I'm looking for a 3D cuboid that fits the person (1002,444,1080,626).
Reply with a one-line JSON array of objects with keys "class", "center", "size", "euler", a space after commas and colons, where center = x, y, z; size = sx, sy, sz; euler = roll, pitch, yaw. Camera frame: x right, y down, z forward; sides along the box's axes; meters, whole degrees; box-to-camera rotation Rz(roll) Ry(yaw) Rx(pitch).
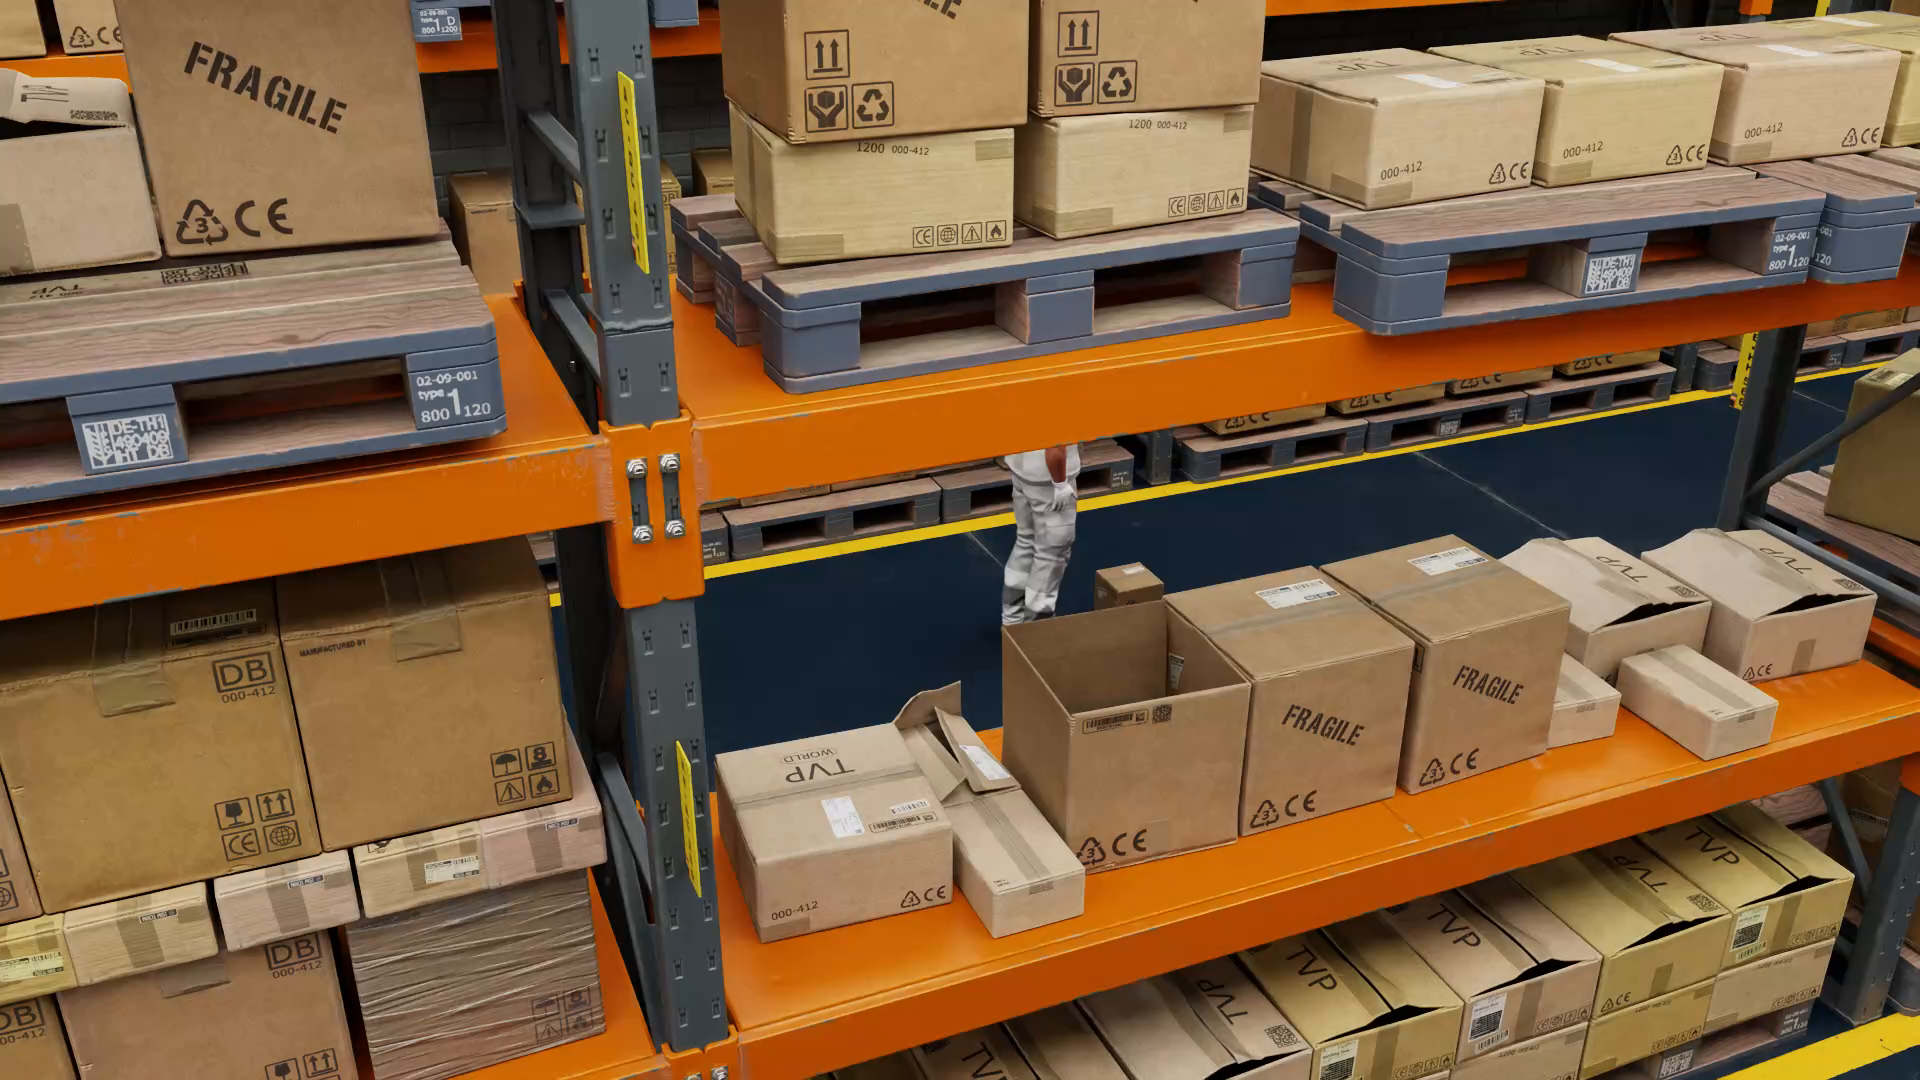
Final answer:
[{"class": "person", "center": [0.379, -0.322, 7.755], "size": [0.339, 1.784, 0.525], "euler": [-10, 27, -19]}]
